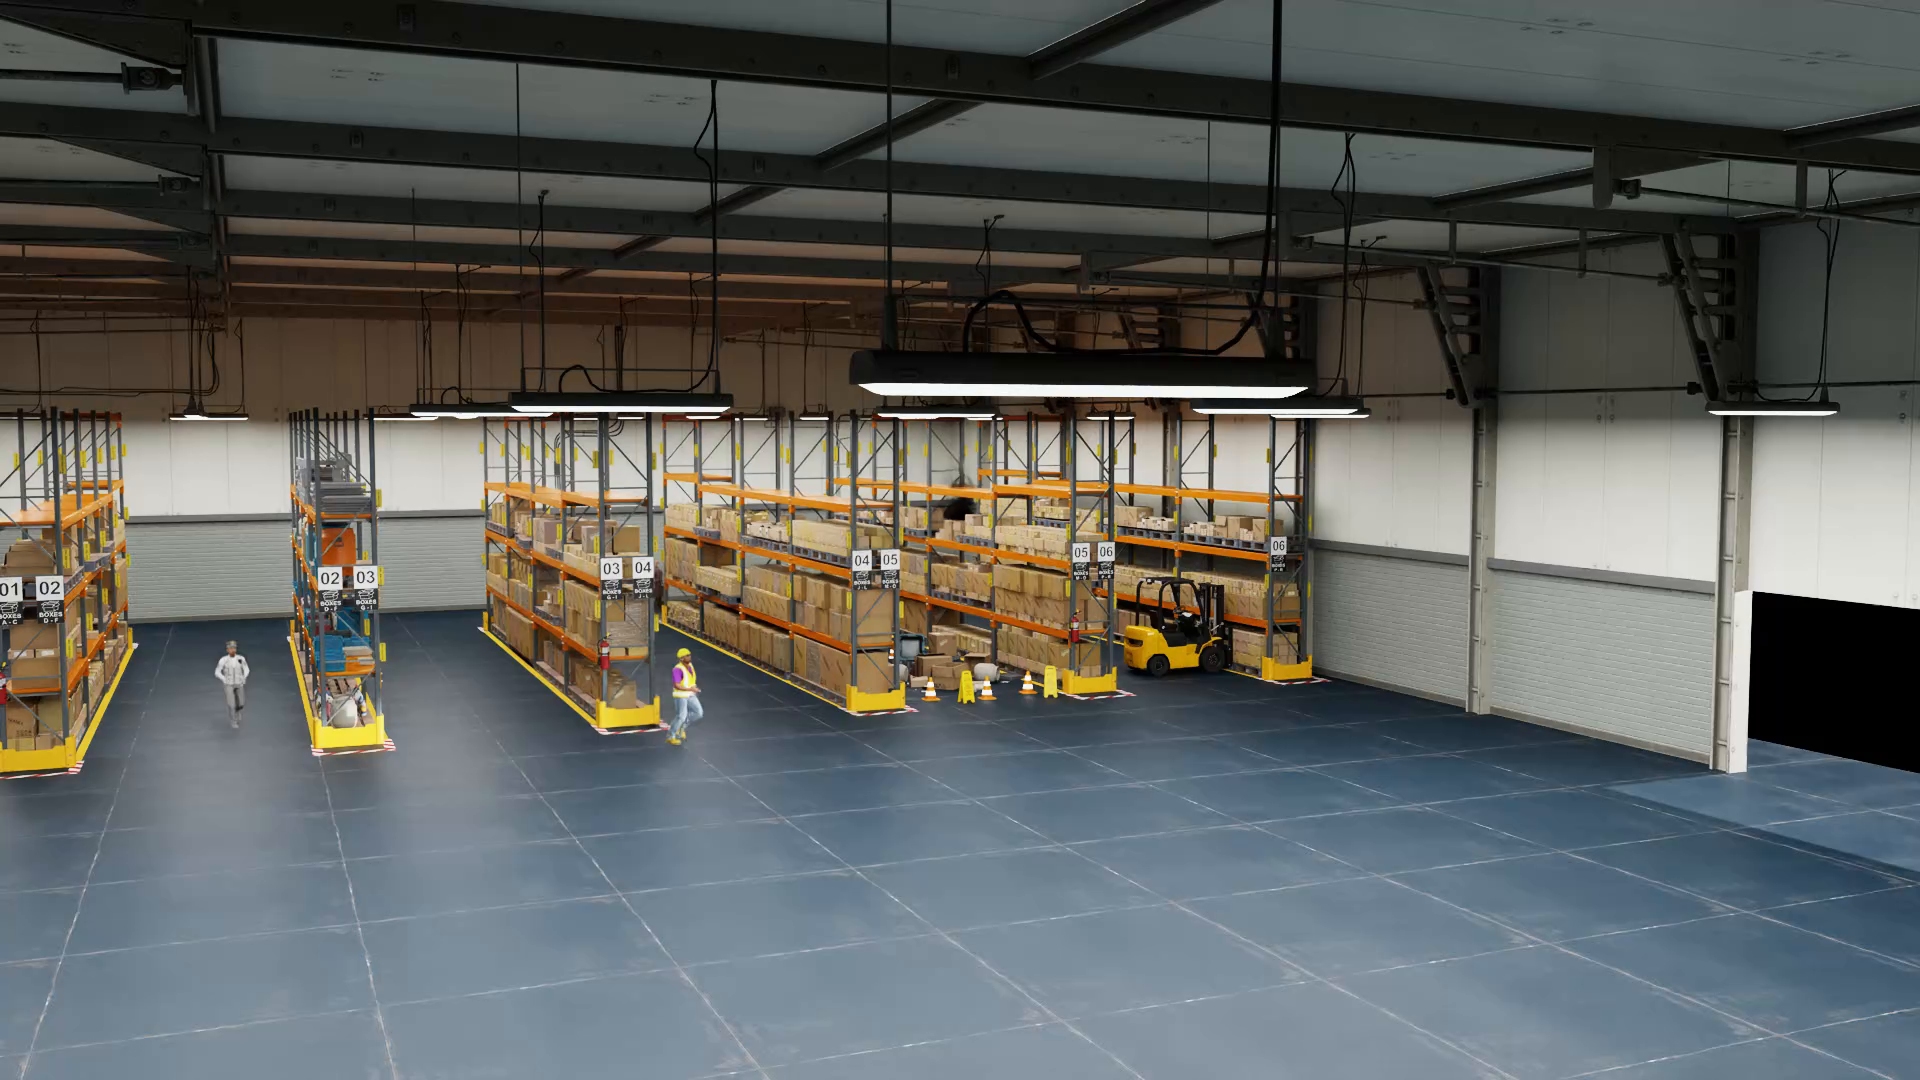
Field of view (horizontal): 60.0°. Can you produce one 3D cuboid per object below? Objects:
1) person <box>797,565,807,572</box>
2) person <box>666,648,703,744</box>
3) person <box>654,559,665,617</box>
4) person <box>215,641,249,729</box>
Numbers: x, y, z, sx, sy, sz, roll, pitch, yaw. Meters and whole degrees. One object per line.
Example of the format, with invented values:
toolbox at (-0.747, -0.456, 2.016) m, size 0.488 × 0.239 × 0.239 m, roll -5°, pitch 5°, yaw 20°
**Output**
person at (-4.871, 1.294, 50.943) m, size 0.564 × 1.723 × 0.706 m, roll -1°, pitch 4°, yaw -19°
person at (-4.884, 2.776, 29.669) m, size 0.744 × 1.715 × 0.729 m, roll 2°, pitch 4°, yaw 25°
person at (-8.906, 1.447, 48.762) m, size 0.841 × 1.800 × 0.697 m, roll -3°, pitch 5°, yaw -35°
person at (-13.657, 2.709, 31.240) m, size 0.612 × 1.648 × 0.576 m, roll -3°, pitch 5°, yaw -34°
